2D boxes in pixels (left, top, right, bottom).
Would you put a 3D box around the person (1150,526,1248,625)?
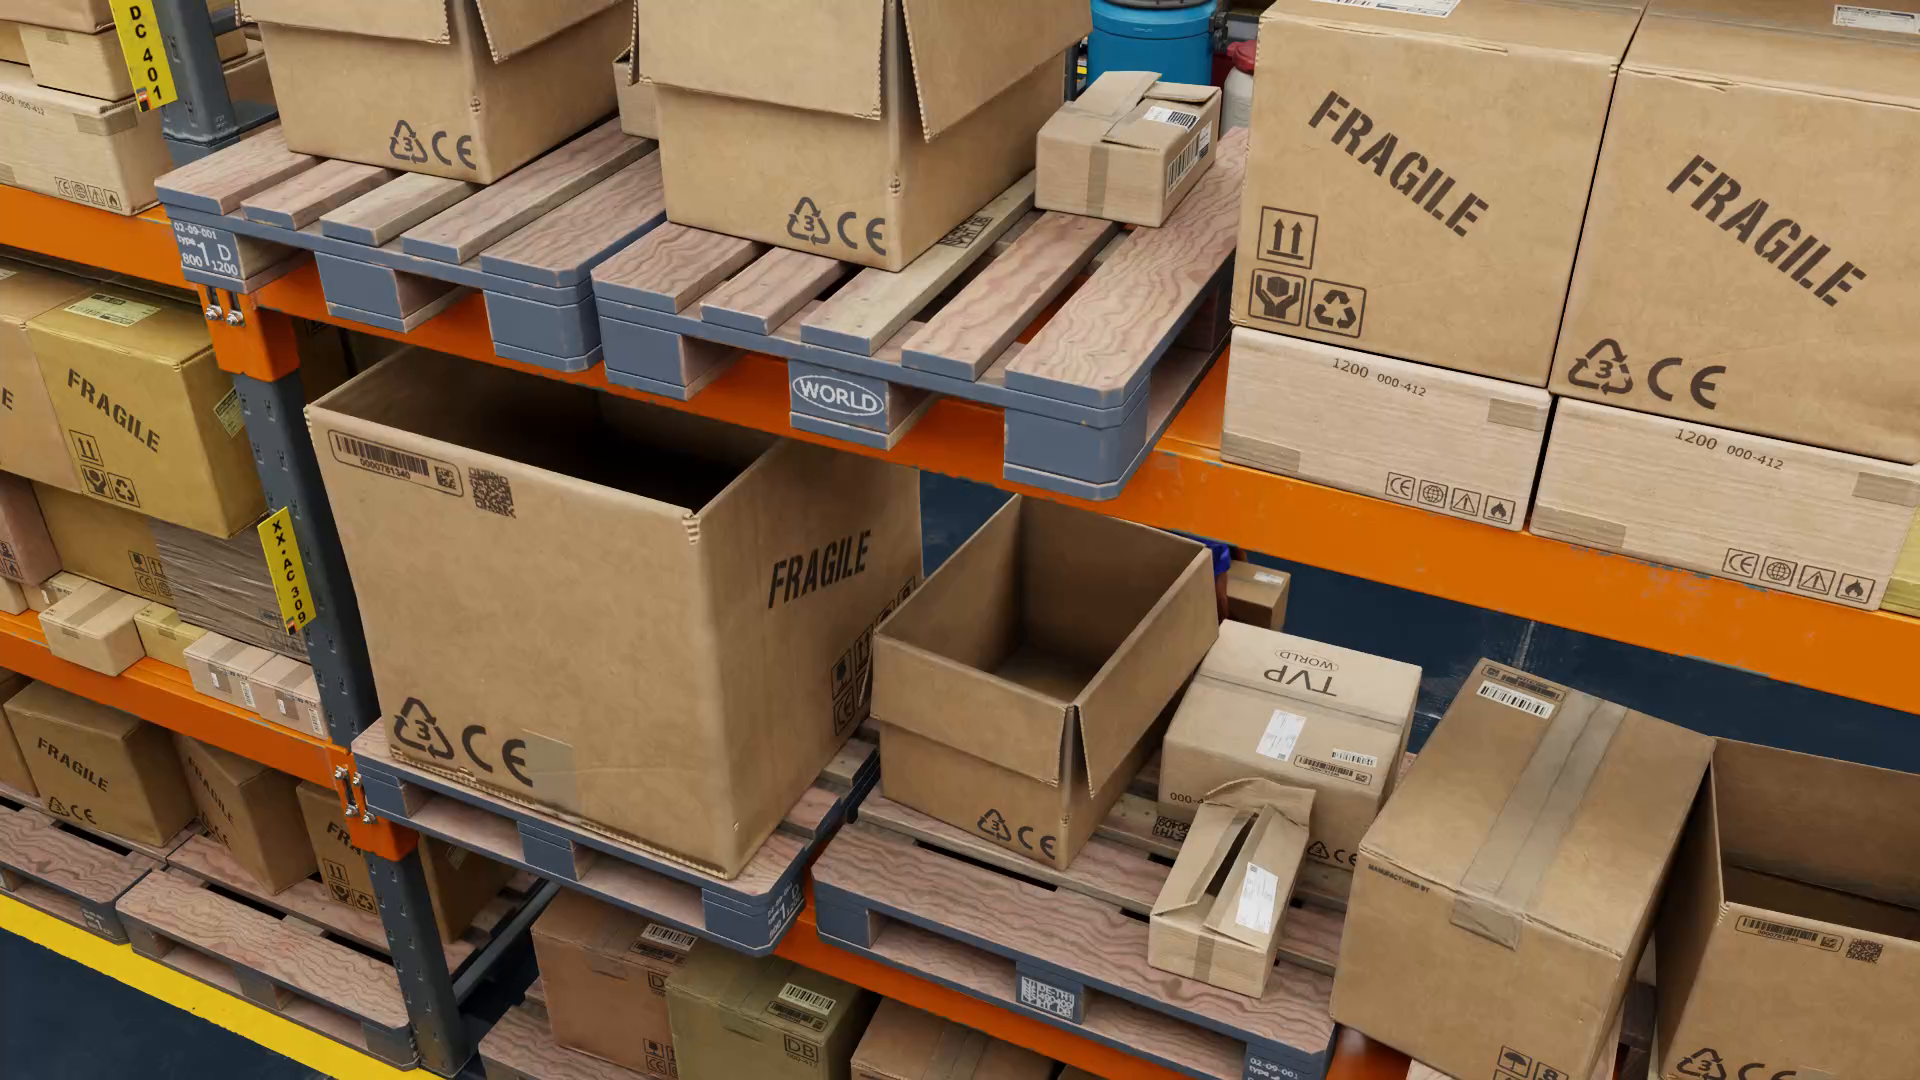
[{"bbox_3d":[0.852,0.094,6.589,0.860,1.012,0.456,13,36,18],"label":"person"}]
